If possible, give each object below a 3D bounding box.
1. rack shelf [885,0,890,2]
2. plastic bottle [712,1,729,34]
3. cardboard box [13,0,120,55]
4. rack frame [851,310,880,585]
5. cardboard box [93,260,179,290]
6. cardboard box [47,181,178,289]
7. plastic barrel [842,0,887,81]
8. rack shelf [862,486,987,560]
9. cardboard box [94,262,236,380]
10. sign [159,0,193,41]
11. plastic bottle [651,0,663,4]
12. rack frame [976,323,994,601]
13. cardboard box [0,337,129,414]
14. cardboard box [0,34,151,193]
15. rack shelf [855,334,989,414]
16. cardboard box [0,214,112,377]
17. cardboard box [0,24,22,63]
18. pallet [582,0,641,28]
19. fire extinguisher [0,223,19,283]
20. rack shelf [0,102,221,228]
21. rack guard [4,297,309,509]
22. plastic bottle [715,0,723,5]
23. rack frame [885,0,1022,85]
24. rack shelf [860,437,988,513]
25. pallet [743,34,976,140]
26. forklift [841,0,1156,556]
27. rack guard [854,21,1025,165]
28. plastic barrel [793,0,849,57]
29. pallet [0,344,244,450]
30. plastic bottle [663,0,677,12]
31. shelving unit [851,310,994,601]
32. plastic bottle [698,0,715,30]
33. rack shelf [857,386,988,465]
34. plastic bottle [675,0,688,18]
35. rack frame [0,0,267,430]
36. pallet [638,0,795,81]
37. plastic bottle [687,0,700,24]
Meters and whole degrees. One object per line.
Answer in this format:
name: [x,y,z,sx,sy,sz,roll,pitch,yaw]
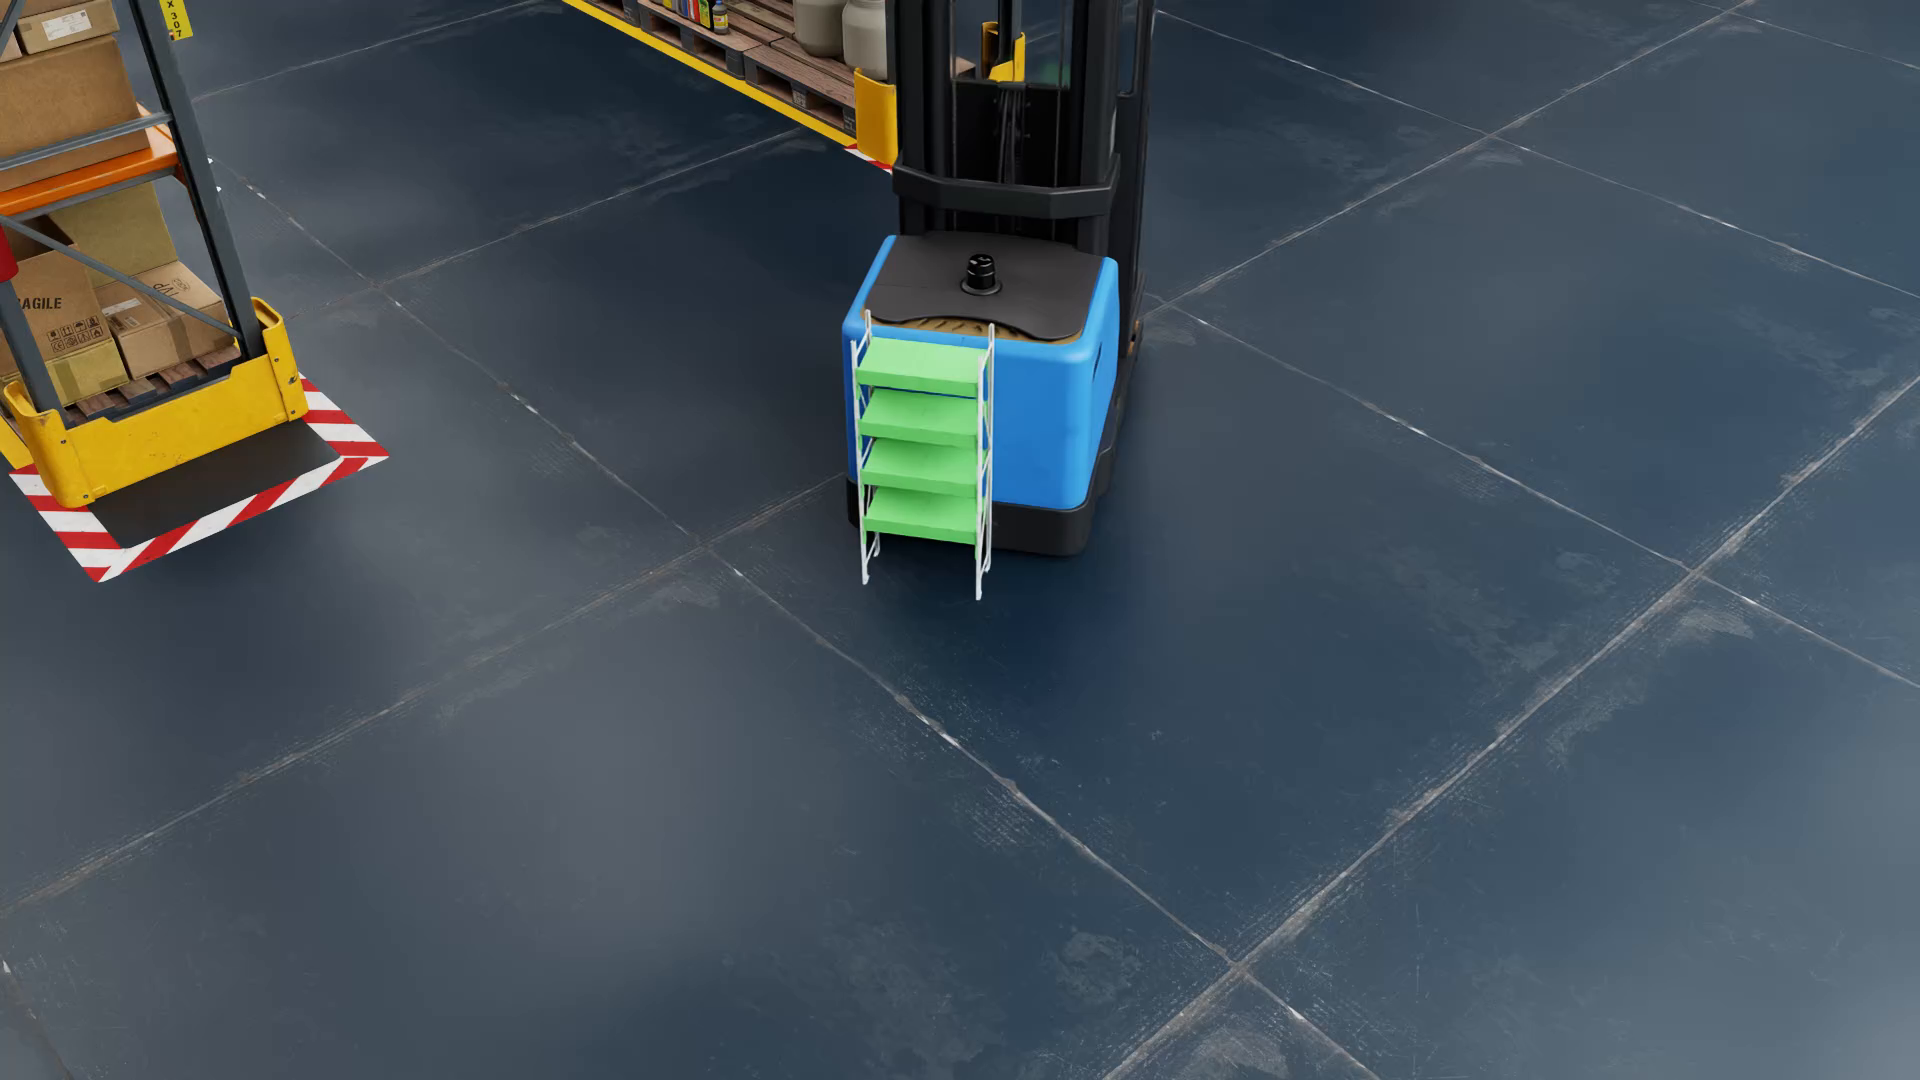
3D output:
rack shelf: [-1.380,-4.378,10.856,1.077,0.370,4.000,-30,48,-32]
plastic bottle: [-1.593,-3.478,11.047,0.097,0.201,0.097,0,39,0]
cardboard box: [-3.786,-2.193,6.983,0.380,0.149,0.250,-30,48,-32]
rack frame: [-0.379,-0.351,6.730,0.015,1.200,0.240,8,40,9]
cardboard box: [-4.219,-1.295,8.321,0.500,0.250,0.500,-30,48,-32]
cardboard box: [-4.217,-1.588,8.086,0.500,0.500,0.500,-30,48,-32]
plastic barrel: [-0.529,-3.200,10.470,0.421,0.512,0.421,0,39,0]
rack shelf: [-0.140,-0.084,6.882,0.480,0.148,0.258,8,40,9]
cardboard box: [-3.878,-1.065,8.036,0.500,0.250,0.500,-30,48,-32]
sign: [-3.266,-2.230,6.871,0.100,0.325,0.005,-30,48,-32]
plastic bottle: [-2.078,-3.890,11.437,0.144,0.351,0.185,-30,48,-32]
rack frame: [0.099,-0.288,6.652,0.015,1.200,0.240,8,40,9]
cardboard box: [-4.259,-0.845,7.763,0.500,0.250,0.500,-30,48,-32]
cardboard box: [-3.985,-1.889,7.122,0.700,0.500,0.500,-30,48,-32]
rack shelf: [-0.140,-0.643,6.428,0.480,0.148,0.258,8,40,9]
cardboard box: [-4.261,-1.136,7.527,0.500,0.500,0.500,-30,48,-32]
cardboard box: [-4.078,-2.016,6.763,0.380,0.149,0.250,-31,48,-32]
pallet: [-2.310,-4.170,12.245,1.003,0.211,1.213,-30,48,-32]
fire extinguisher: [-3.941,-1.347,6.592,0.296,0.674,0.183,-30,48,-32]
rack shelf: [-5.031,-2.275,8.252,1.077,0.370,4.000,-30,48,-32]
rack guard: [-3.663,-0.645,7.651,1.175,0.500,0.348,-30,48,-32]
plastic bottle: [-1.665,-3.684,11.236,0.061,0.283,0.133,-30,48,-32]
rack frame: [-0.028,-3.732,9.484,1.000,3.000,0.127,-30,48,-32]
rack shelf: [-0.140,-0.270,6.731,0.480,0.148,0.258,8,40,9]
pallet: [-0.659,-3.041,10.847,1.003,0.211,1.213,-30,48,-32]
forklift: [0.315,-2.001,7.395,1.130,2.935,3.031,8,40,9]
rack guard: [-0.114,-2.775,10.288,1.175,0.500,0.348,-30,48,-32]
plastic barrel: [-0.868,-3.432,10.758,0.421,0.512,0.421,0,39,0]
pallet: [-4.227,-0.880,8.172,1.003,0.211,1.213,-30,48,-32]
plastic bottle: [-1.952,-3.804,11.331,0.144,0.351,0.185,-28,47,-30]
shelving unit: [-0.140,-0.320,6.691,0.503,1.200,0.258,8,40,9]
plastic bottle: [-1.685,-3.557,11.078,0.061,0.283,0.133,-29,47,-31]
rack shelf: [-0.140,-0.457,6.580,0.480,0.148,0.258,8,40,9]
plastic bottle: [-1.837,-3.700,11.261,0.152,0.276,0.135,-31,48,-33]
rack frame: [-3.679,-1.629,6.880,1.000,3.000,0.127,-30,48,-32]
pallet: [-1.480,-3.605,11.546,1.003,0.211,1.213,-30,48,-32]
plastic bottle: [-1.743,-3.636,11.182,0.152,0.276,0.135,-30,47,-31]
